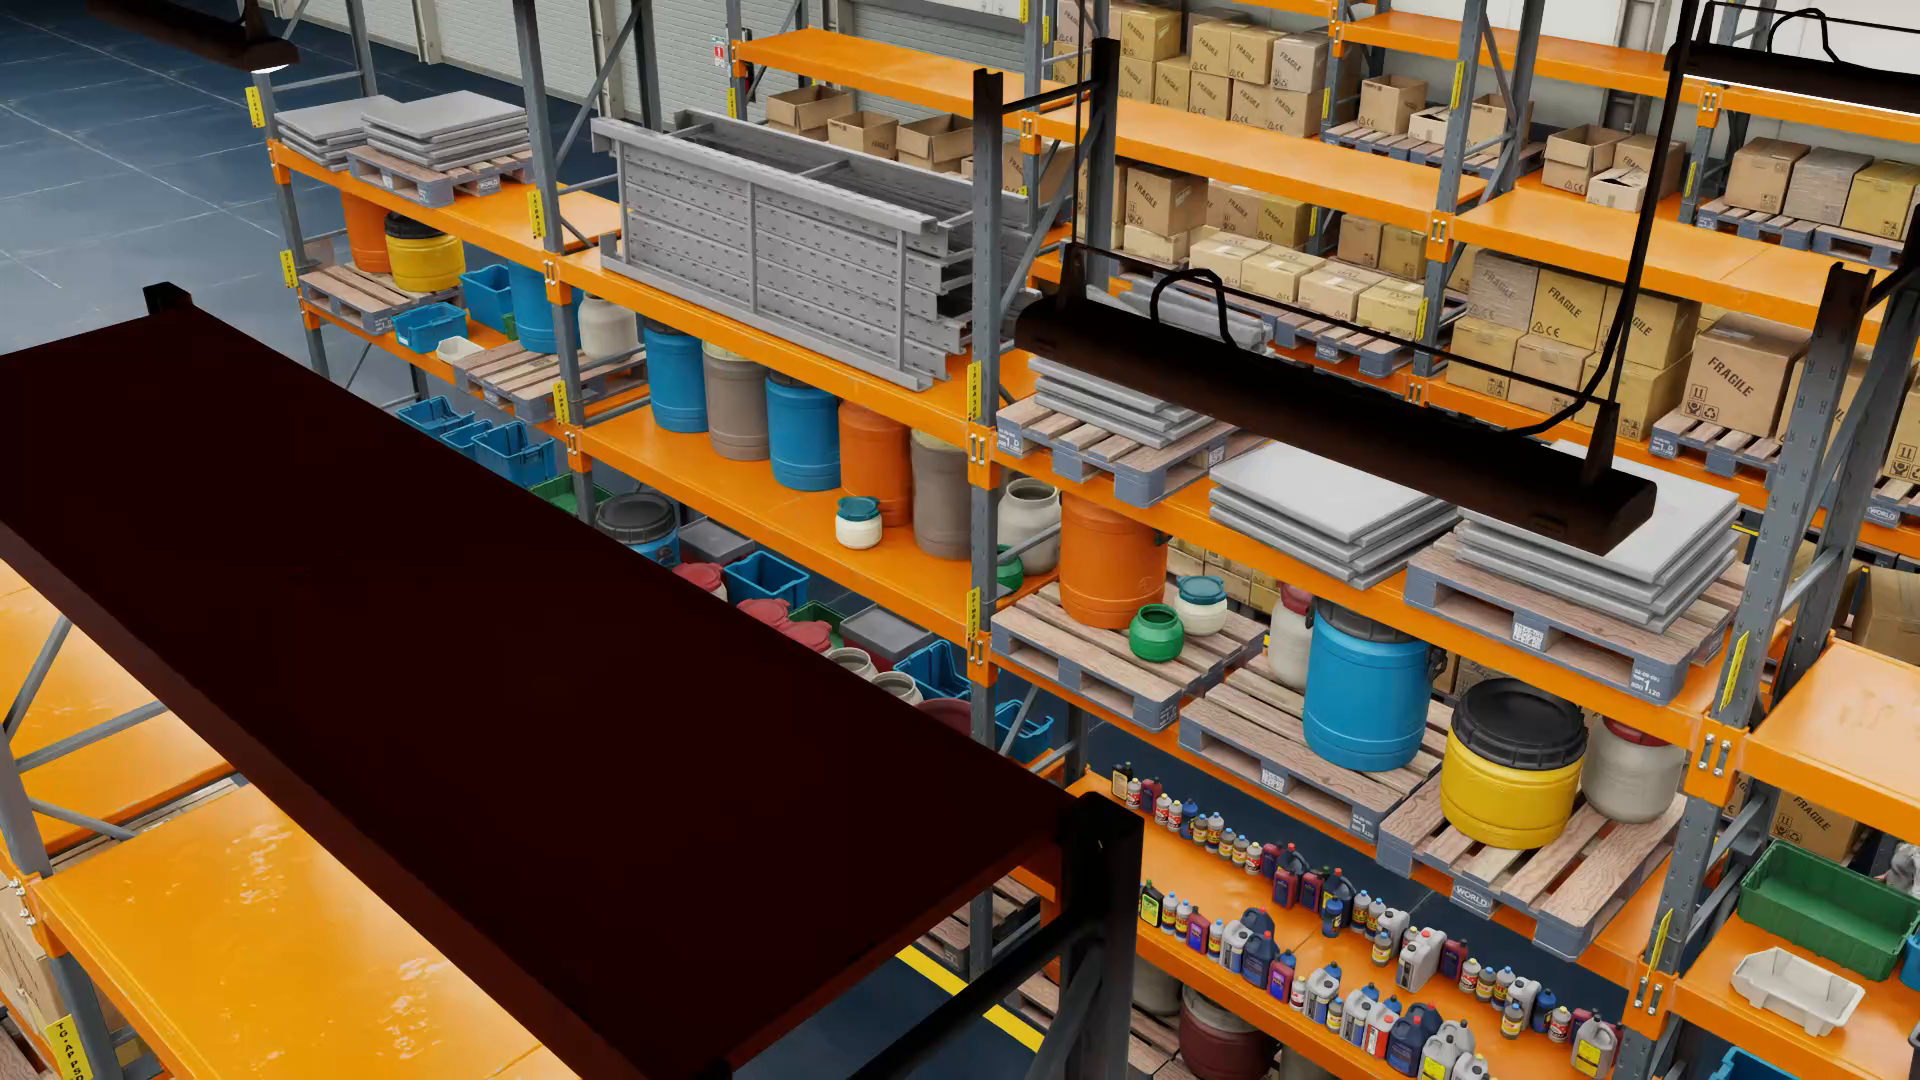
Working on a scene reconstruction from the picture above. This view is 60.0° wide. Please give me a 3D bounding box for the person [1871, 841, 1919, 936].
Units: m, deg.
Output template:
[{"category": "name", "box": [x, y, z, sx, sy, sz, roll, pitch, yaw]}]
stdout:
[{"category": "person", "box": [6.016, 2.308, 10.524, 0.992, 1.537, 0.418, 26, 38, 38]}]
